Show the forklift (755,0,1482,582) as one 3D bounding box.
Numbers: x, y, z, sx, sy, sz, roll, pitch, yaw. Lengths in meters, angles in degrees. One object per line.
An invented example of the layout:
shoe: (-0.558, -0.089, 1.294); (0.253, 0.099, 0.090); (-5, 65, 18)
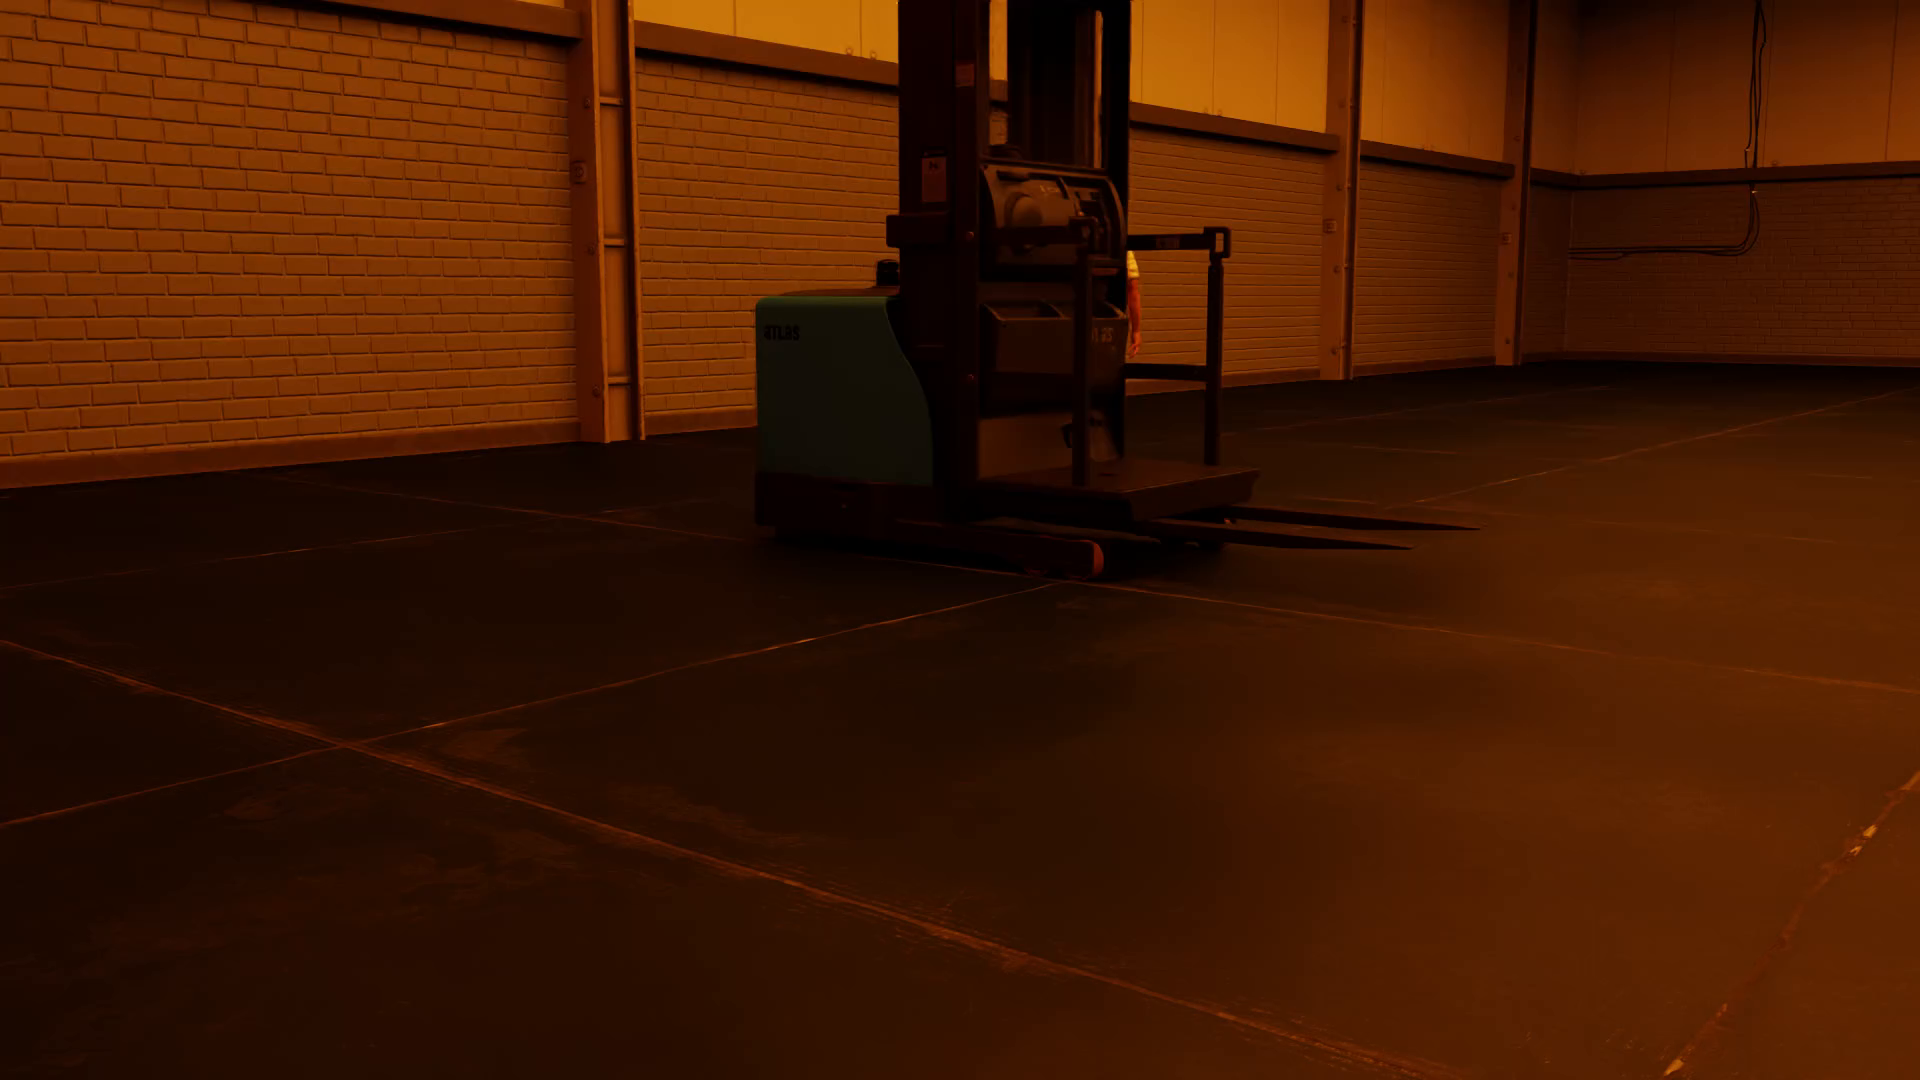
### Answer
forklift: (0.557, -1.377, 6.693); (3.031, 2.935, 1.130); (7, 11, 38)

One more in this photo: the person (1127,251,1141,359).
person: (0.815, -1.289, 10.364); (0.650, 1.767, 0.496); (2, 9, 15)
